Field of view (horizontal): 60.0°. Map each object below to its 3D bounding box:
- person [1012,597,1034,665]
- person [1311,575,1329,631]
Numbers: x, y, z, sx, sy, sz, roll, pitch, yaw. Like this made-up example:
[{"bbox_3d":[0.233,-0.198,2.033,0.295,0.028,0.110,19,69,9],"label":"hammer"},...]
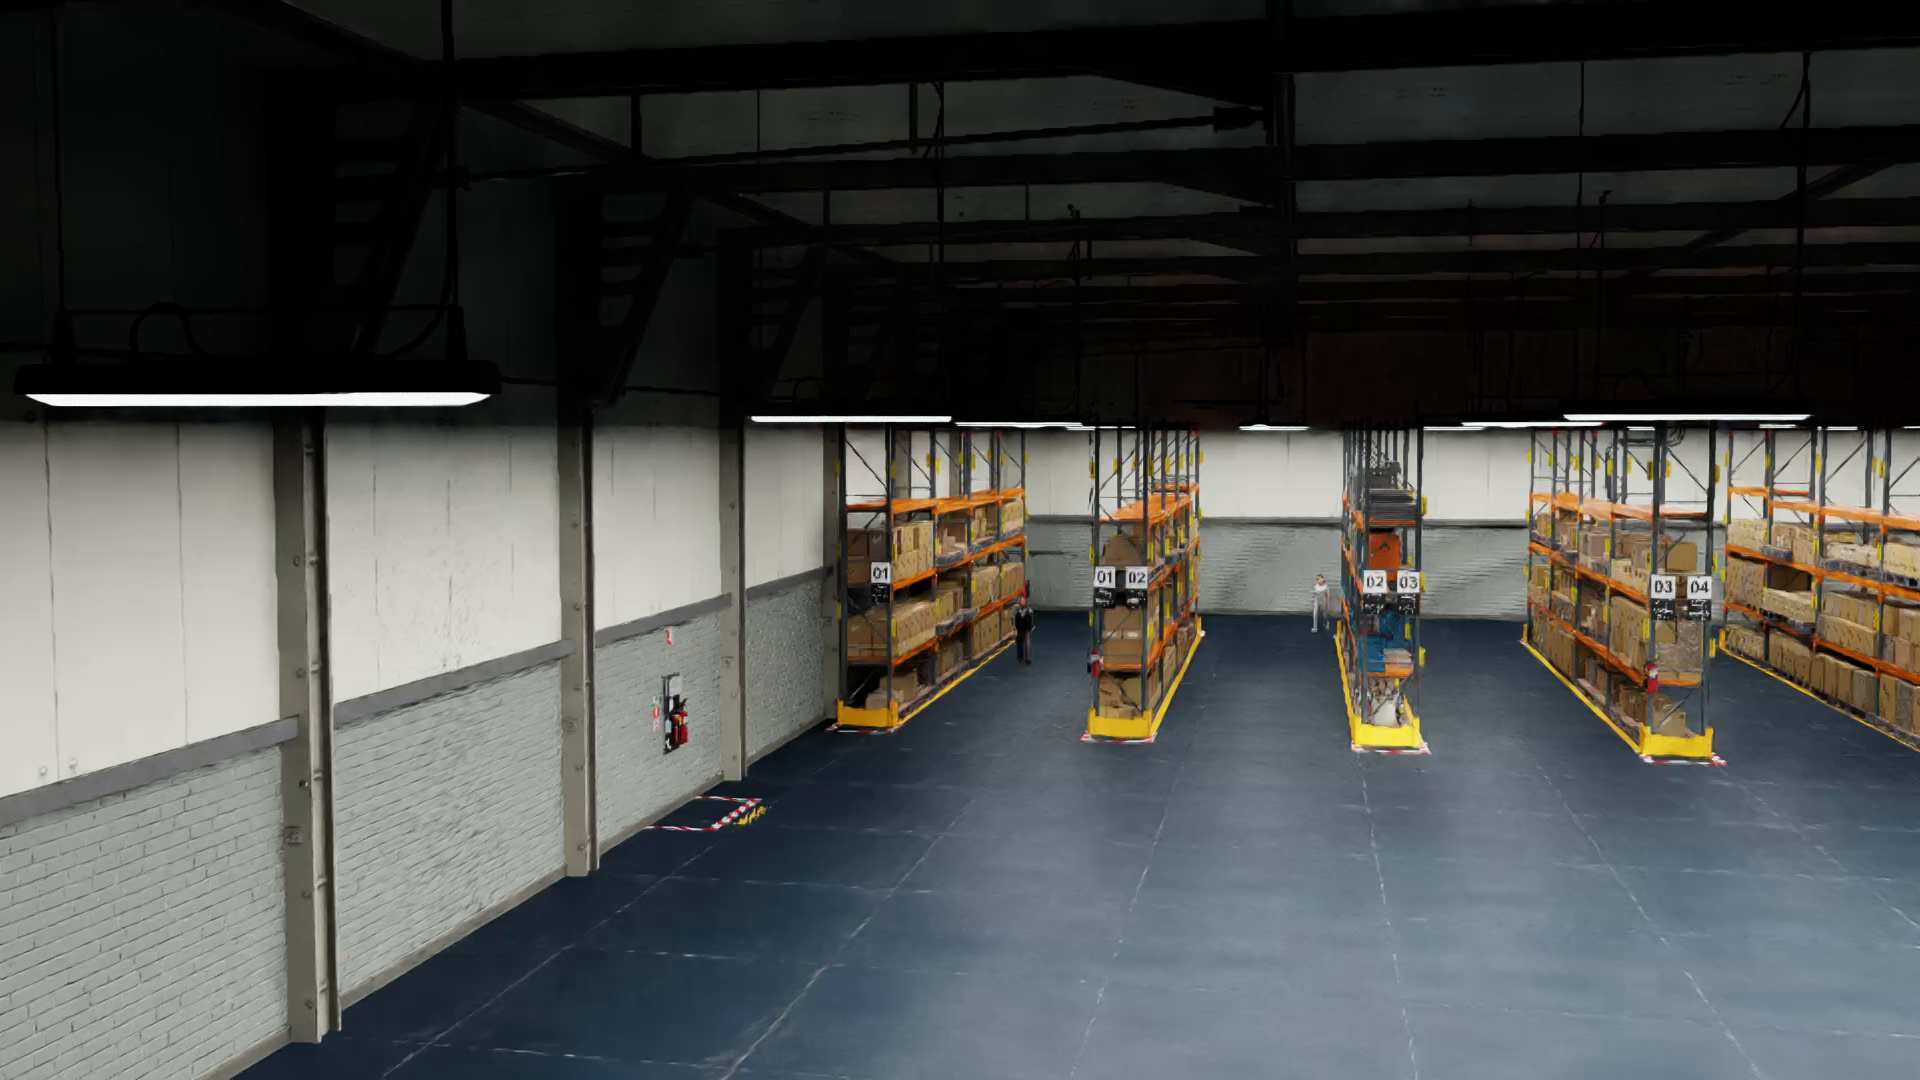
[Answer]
[{"bbox_3d":[1.542,2.264,40.994,0.538,1.583,1.026,0,4,4],"label":"person"},{"bbox_3d":[10.402,1.807,47.826,0.461,1.622,0.926,2,4,28],"label":"person"}]
